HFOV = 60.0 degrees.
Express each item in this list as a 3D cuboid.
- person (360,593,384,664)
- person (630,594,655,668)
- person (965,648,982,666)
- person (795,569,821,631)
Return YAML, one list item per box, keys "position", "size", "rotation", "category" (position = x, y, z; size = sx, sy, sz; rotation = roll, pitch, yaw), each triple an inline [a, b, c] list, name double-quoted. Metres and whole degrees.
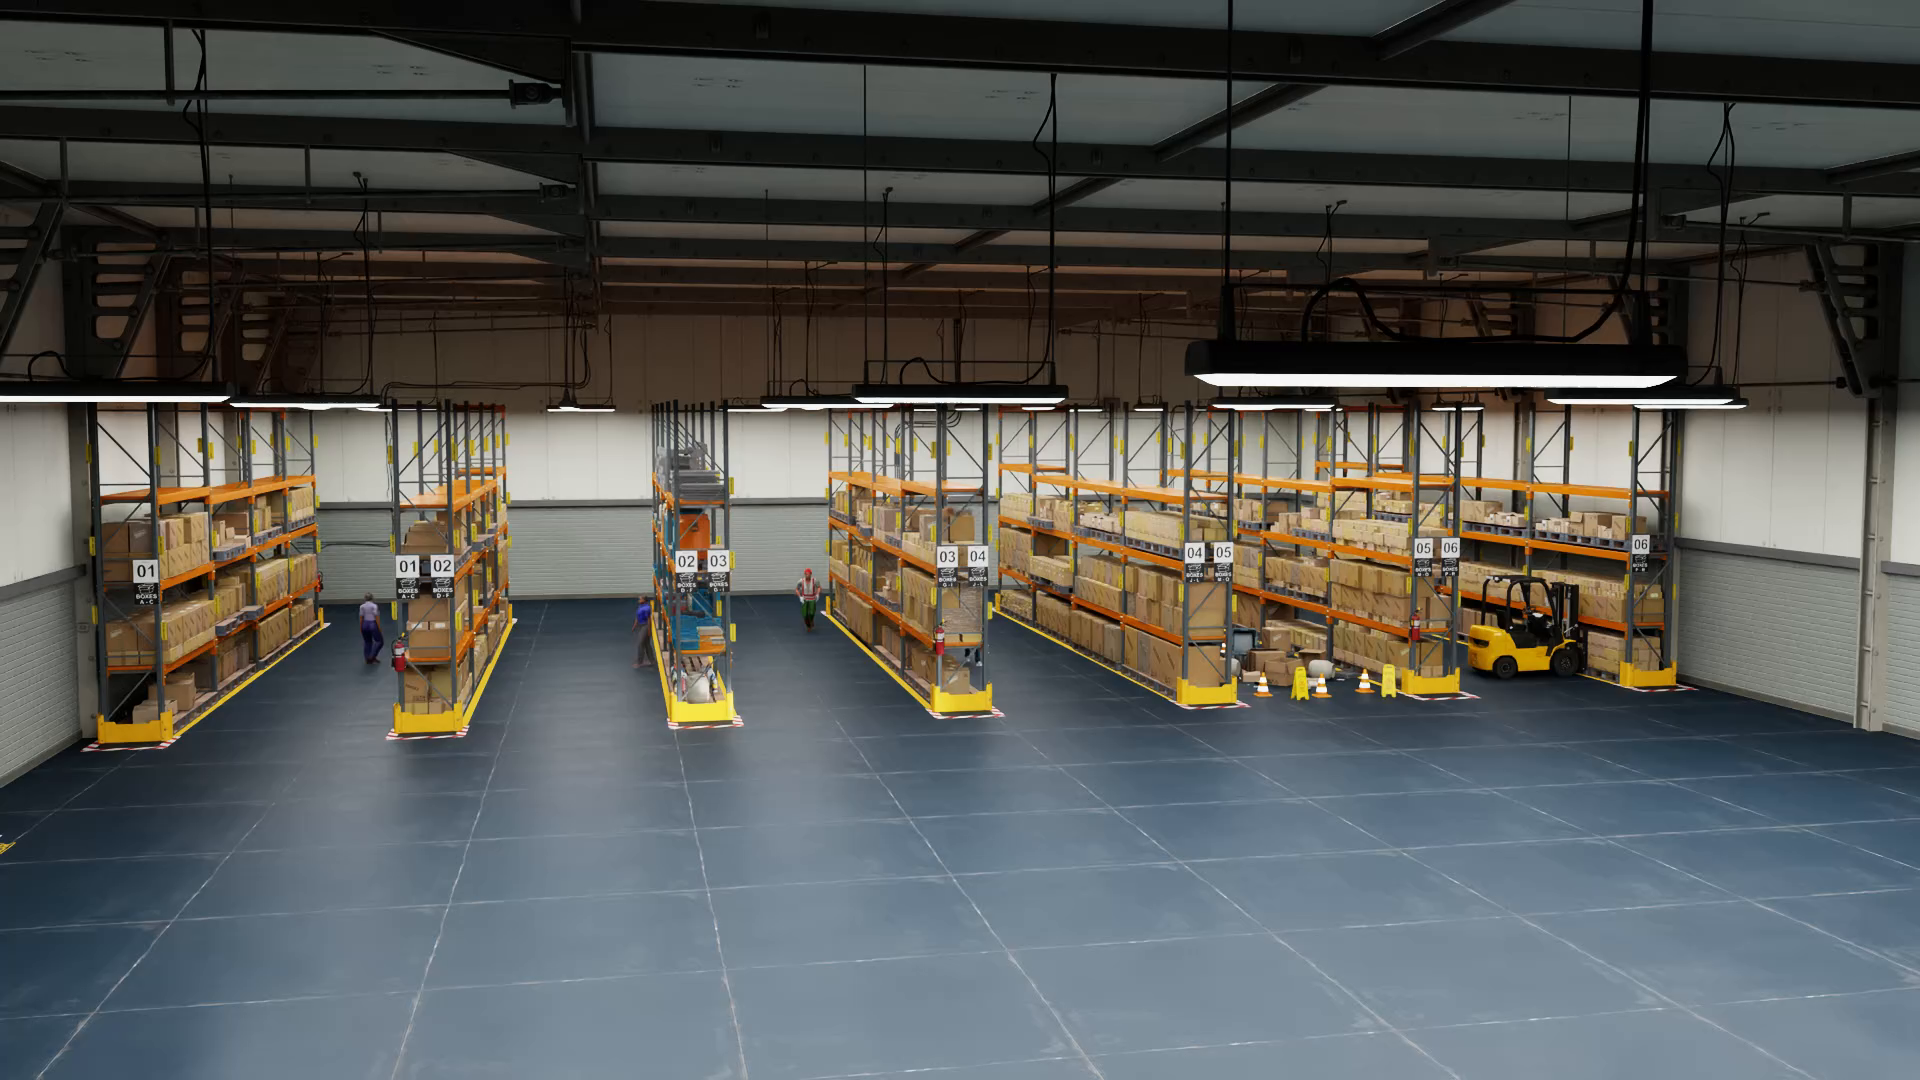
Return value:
- position: [-13.536, 2.032, 38.145]
  size: [0.523, 1.646, 0.490]
  rotation: [1, 4, 15]
  category: "person"
- position: [-7.235, 2.057, 37.829]
  size: [0.613, 1.678, 0.465]
  rotation: [-2, 5, -26]
  category: "person"
- position: [0.303, 2.079, 37.988]
  size: [0.458, 1.533, 0.994]
  rotation: [-1, 4, -14]
  category: "person"
- position: [-4.006, 1.581, 43.877]
  size: [0.675, 1.686, 0.639]
  rotation: [0, 4, -1]
  category: "person"
